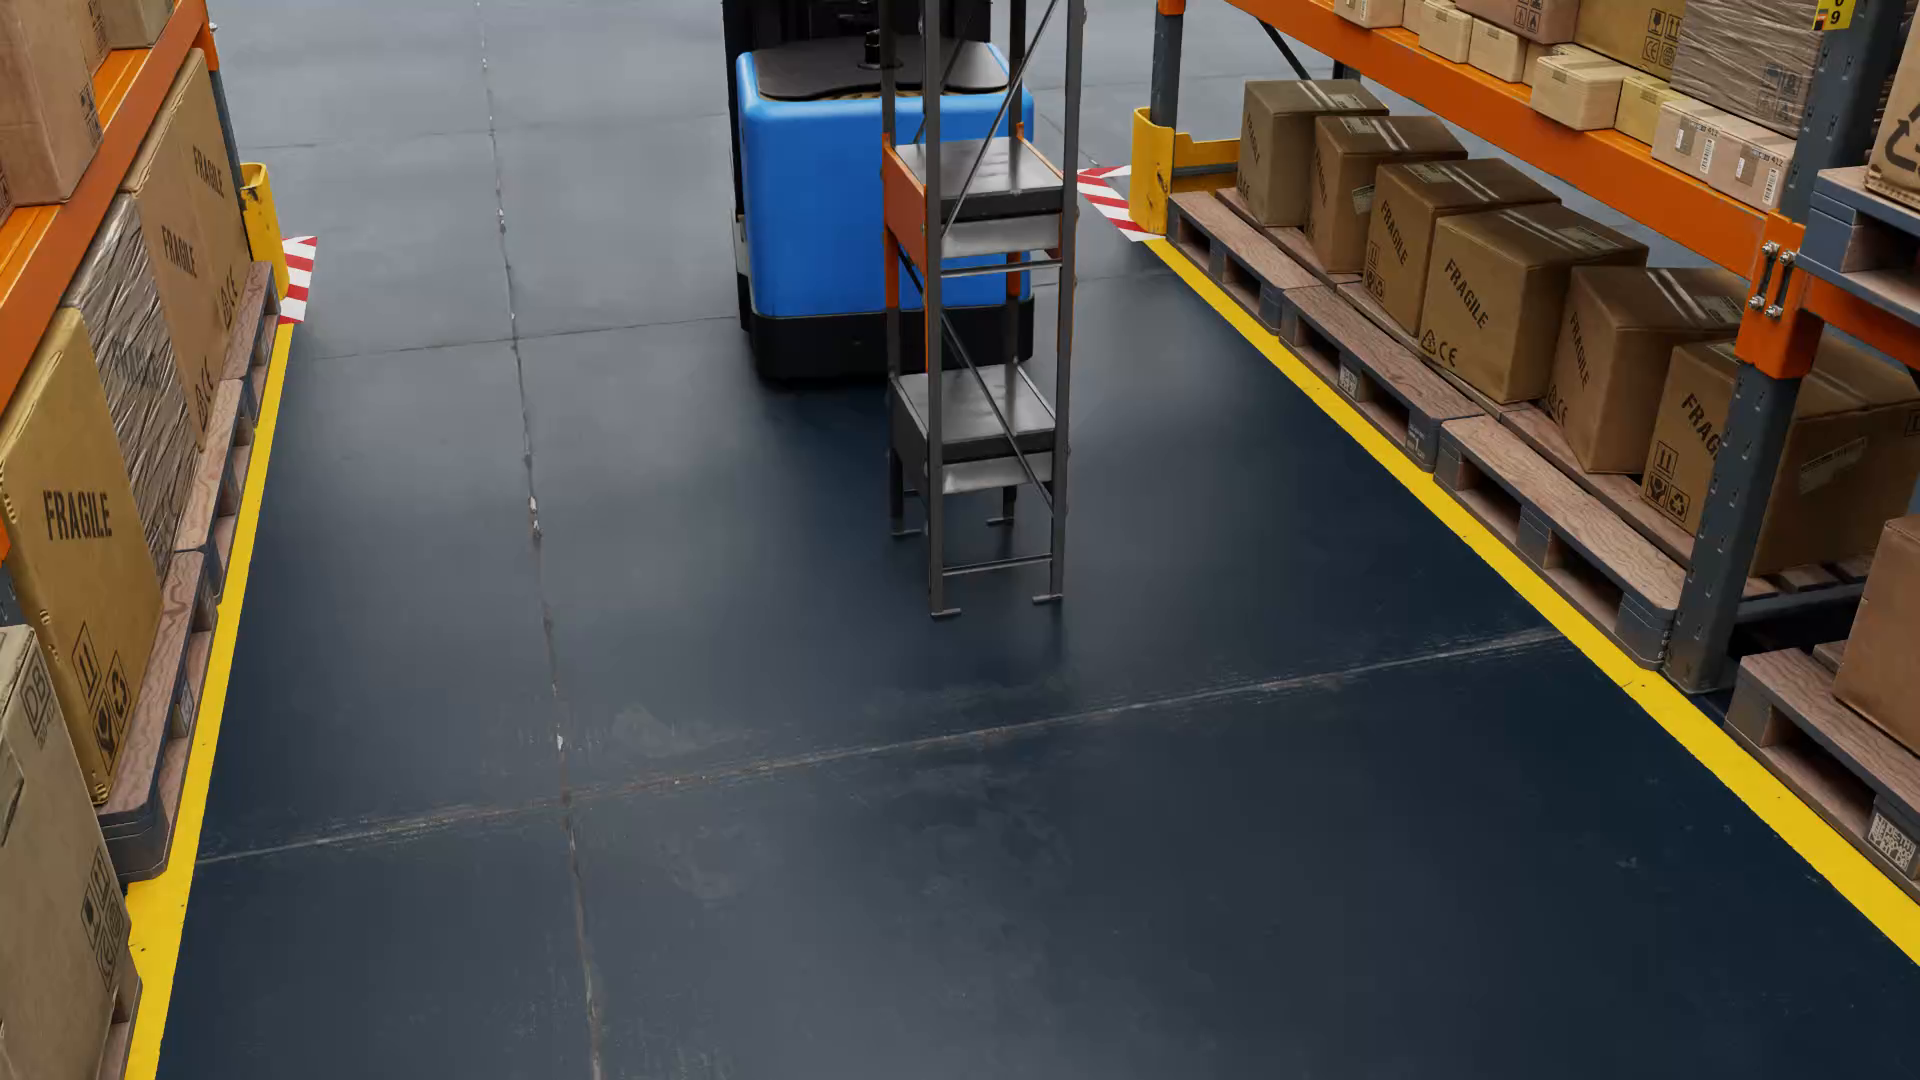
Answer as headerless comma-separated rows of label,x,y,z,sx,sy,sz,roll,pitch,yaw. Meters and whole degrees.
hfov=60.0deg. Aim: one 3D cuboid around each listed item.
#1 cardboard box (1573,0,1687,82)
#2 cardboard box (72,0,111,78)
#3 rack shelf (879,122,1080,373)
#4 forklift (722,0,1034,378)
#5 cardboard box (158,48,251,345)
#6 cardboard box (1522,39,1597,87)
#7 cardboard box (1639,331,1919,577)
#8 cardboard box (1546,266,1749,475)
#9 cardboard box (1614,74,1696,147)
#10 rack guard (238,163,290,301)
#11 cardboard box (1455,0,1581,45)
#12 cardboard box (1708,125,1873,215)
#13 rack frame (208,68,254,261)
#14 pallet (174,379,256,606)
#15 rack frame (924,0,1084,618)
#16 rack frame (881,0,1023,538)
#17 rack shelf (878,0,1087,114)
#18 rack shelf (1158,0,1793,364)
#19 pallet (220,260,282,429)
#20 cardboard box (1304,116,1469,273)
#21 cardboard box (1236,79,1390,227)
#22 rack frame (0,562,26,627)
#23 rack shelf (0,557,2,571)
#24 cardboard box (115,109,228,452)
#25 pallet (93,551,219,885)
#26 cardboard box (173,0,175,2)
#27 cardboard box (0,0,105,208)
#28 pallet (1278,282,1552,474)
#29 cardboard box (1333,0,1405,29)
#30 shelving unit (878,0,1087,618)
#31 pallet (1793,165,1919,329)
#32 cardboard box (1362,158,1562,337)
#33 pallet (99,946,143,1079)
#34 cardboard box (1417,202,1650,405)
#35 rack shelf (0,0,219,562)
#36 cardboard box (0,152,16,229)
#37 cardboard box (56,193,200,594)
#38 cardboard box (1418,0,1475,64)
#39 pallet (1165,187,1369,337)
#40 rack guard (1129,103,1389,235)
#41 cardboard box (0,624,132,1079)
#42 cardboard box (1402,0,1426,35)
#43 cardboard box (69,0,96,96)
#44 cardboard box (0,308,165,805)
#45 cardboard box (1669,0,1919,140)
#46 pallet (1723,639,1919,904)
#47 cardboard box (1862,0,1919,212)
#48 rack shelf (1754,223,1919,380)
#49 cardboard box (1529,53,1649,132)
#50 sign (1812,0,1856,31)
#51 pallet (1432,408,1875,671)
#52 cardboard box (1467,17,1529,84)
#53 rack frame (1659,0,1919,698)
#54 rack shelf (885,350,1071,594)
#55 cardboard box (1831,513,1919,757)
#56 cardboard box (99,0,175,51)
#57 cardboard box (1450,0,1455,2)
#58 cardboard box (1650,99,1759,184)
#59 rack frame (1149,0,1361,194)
cardboard box,2.280,-1.609,4.639,0.875,0.500,0.500,-8,31,-13
cardboard box,-3.095,-1.629,4.920,0.875,0.550,0.550,-8,31,-13
rack shelf,0.044,-0.817,4.593,0.431,0.518,0.480,-8,31,-13
forklift,-0.456,-2.583,6.787,1.130,2.935,3.031,-4,30,-8
cardboard box,-3.189,-1.230,6.083,0.875,0.875,0.875,-8,31,-13
cardboard box,1.919,-1.417,4.954,0.380,0.149,0.250,-8,31,-13
cardboard box,2.371,-0.264,4.788,0.500,0.500,0.500,-9,31,-15
cardboard box,2.211,-0.540,5.264,0.500,0.500,0.500,2,30,3
cardboard box,2.032,-1.172,4.532,0.380,0.149,0.250,-8,31,-13
rack guard,-3.439,-1.217,6.853,1.175,0.500,0.348,-8,31,-13
cardboard box,2.050,-1.837,5.033,0.875,0.500,0.500,-8,31,-13
cardboard box,2.098,-0.922,4.099,0.380,0.149,0.250,-8,31,-13
rack frame,-3.432,-2.287,6.207,1.000,3.000,0.127,-8,31,-13
pallet,-2.824,-0.116,5.240,1.003,0.211,1.213,-8,31,-13
rack frame,0.109,-0.711,4.382,0.400,2.100,0.015,-8,31,-13
rack frame,-0.021,-0.947,4.789,0.400,2.100,0.015,-8,31,-13
rack shelf,0.044,-1.423,4.242,0.431,0.518,0.480,-8,31,-13
rack shelf,1.908,-1.620,5.773,1.077,0.370,4.000,-8,31,-13
pallet,-3.145,-0.704,6.256,1.003,0.211,1.213,-8,31,-13
cardboard box,1.718,-1.409,6.767,0.500,0.500,0.500,0,30,0
cardboard box,1.526,-1.694,7.258,0.500,0.500,0.500,-2,30,-4
rack frame,-2.371,-0.355,2.869,1.000,3.000,0.127,-8,31,-13
rack shelf,-1.840,0.922,1.380,1.077,0.370,4.000,-8,31,-13
cardboard box,-2.953,-0.806,5.349,0.875,0.875,0.875,-8,31,-14
pallet,-2.497,0.474,4.220,1.003,0.211,1.213,-8,31,-13
cardboard box,-3.290,-2.179,5.870,0.875,0.550,0.550,-8,31,-13
cardboard box,-2.678,-1.135,4.068,0.875,0.550,0.550,-8,31,-13
pallet,1.899,-0.669,6.195,1.003,0.211,1.213,-8,31,-13
cardboard box,1.527,-1.882,5.758,0.380,0.149,0.250,-8,31,-13
shelving unit,0.044,-0.829,4.586,0.431,2.100,0.503,-8,31,-13
pallet,2.501,-0.494,3.301,1.003,0.211,1.213,-8,31,-13
cardboard box,1.866,-1.105,6.240,0.500,0.500,0.500,-5,30,-9
pallet,-2.093,1.215,2.941,1.003,0.211,1.213,-8,31,-13
cardboard box,1.971,-0.829,5.764,0.500,0.500,0.500,-11,32,-18
rack shelf,-2.901,-1.009,4.718,1.077,0.370,4.000,-8,31,-13
cardboard box,-2.648,-0.859,3.590,0.875,0.550,0.550,-8,31,-13
cardboard box,-2.713,-0.365,4.588,0.875,0.875,0.875,-8,31,-13
cardboard box,1.714,-1.648,5.354,0.380,0.149,0.250,-8,31,-13
pallet,1.578,-1.257,7.211,1.003,0.211,1.213,-8,31,-13
rack guard,1.397,-1.779,7.824,1.175,0.500,0.348,-8,31,-13
cardboard box,-2.119,0.725,2.830,1.050,0.750,0.750,-8,31,-14
cardboard box,1.721,-1.779,5.580,0.380,0.149,0.250,-8,31,-13
cardboard box,-2.915,-1.378,4.487,0.875,0.550,0.500,-8,31,-13
cardboard box,-2.470,0.070,3.837,0.875,0.875,0.875,-7,31,-13
cardboard box,2.379,-1.363,4.214,0.875,0.500,0.500,-8,31,-13
pallet,2.646,0.617,3.973,1.003,0.211,1.213,-8,31,-13
cardboard box,2.514,-1.005,2.973,1.000,1.000,1.000,-8,31,-13
rack shelf,2.969,0.312,2.435,1.077,0.370,4.000,-8,31,-13
cardboard box,1.858,-1.278,4.715,0.380,0.149,0.250,-8,31,-13
sign,1.917,-1.264,3.576,0.100,0.325,0.005,-8,31,-13
pallet,2.226,-0.078,5.175,1.003,0.211,1.213,-8,31,-13
cardboard box,1.814,-1.532,5.153,0.380,0.149,0.250,-8,31,-13
rack frame,2.438,-0.966,3.924,1.000,3.000,0.127,-8,31,-13
rack shelf,0.044,-0.211,4.943,0.431,0.518,0.480,-8,31,-13
cardboard box,2.581,0.225,3.923,0.700,0.500,0.500,-10,32,-17
cardboard box,-3.123,-1.916,5.416,0.875,0.550,0.550,-8,31,-13
cardboard box,1.957,-2.084,5.460,0.875,0.500,0.500,-8,31,-13
cardboard box,2.041,-1.044,4.309,0.380,0.149,0.250,-8,31,-13
rack frame,1.377,-2.897,7.262,1.000,3.000,0.127,-8,31,-13
